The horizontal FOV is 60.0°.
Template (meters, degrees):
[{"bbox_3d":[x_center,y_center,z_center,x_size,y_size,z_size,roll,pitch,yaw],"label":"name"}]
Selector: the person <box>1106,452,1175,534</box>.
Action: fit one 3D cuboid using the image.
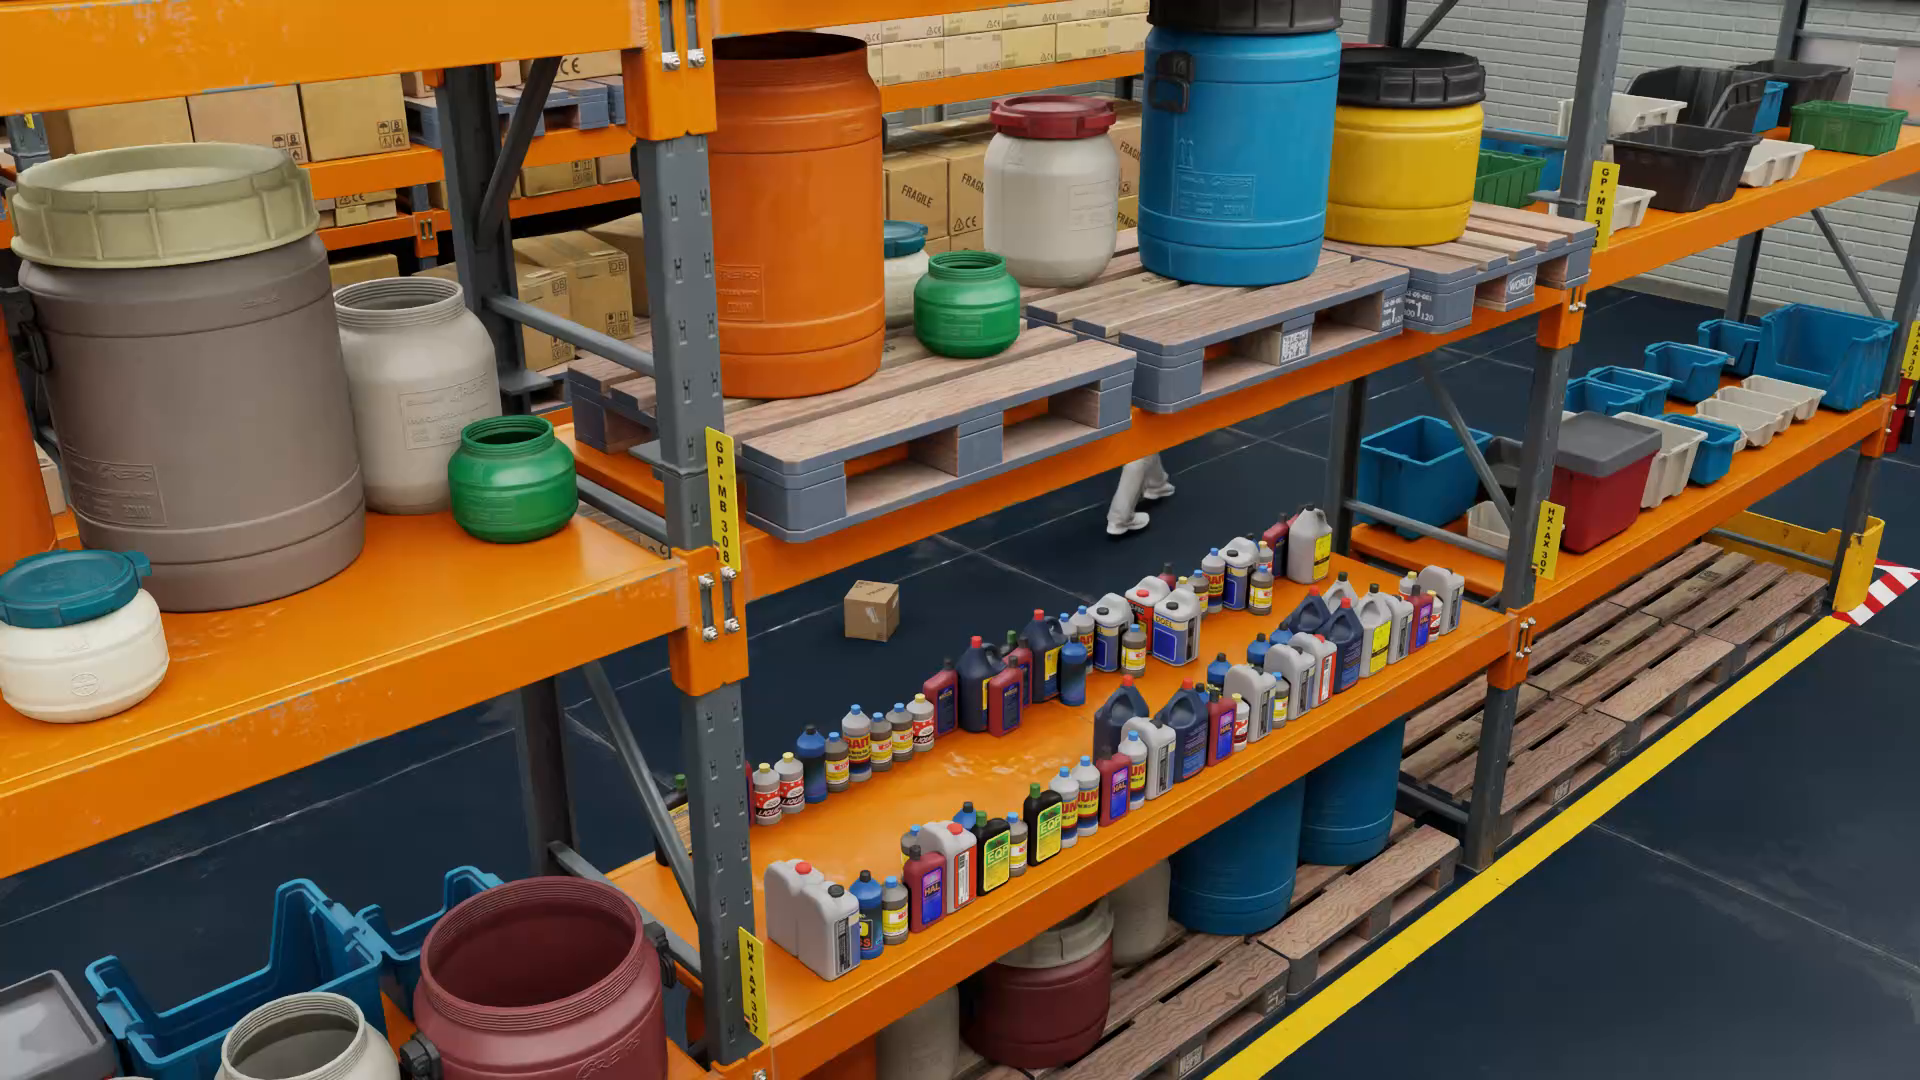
[{"bbox_3d":[1.267,-0.960,10.750,0.571,1.753,0.969,21,31,38],"label":"person"}]
